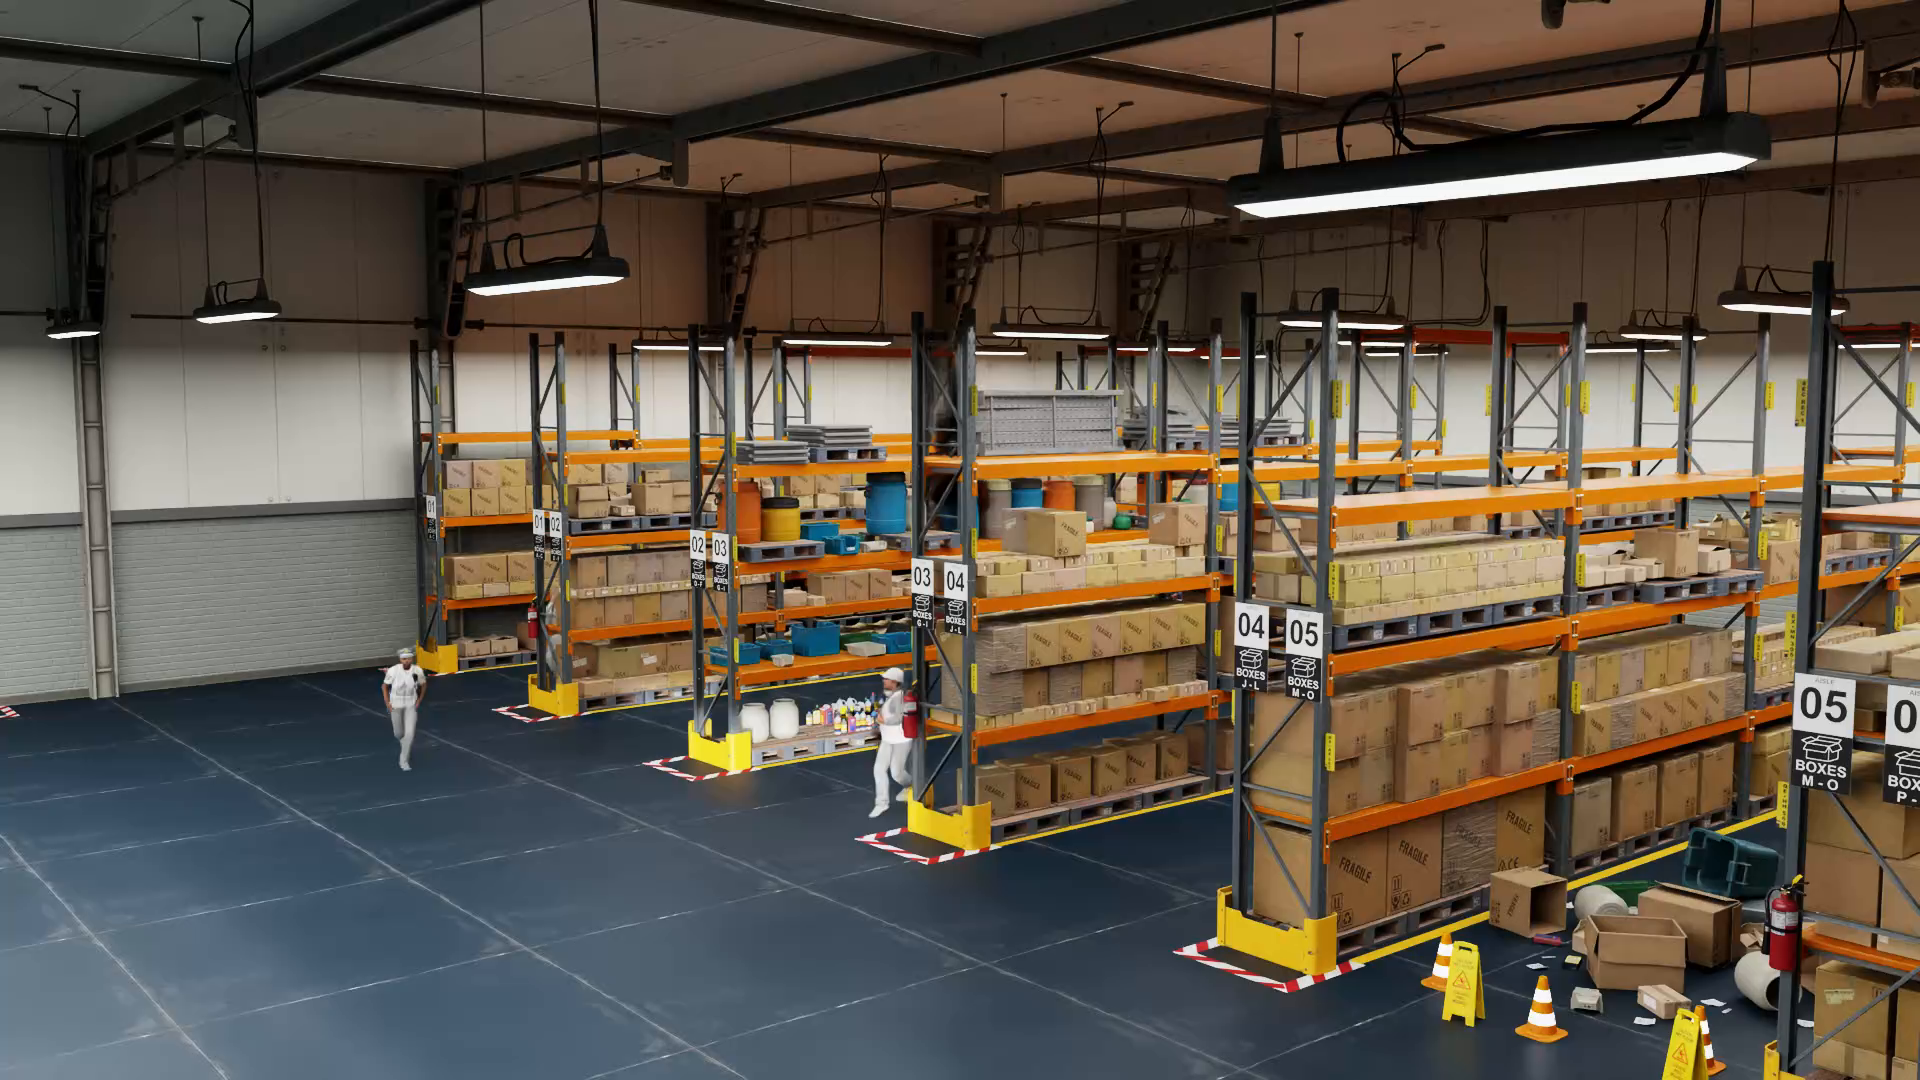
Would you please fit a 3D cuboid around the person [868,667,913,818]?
[{"bbox_3d":[-0.818,2.434,20.179,0.817,1.791,0.717,-3,6,-32],"label":"person"}]

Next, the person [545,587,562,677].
[{"bbox_3d":[-6.822,1.686,28.079,0.710,1.778,0.761,5,7,44],"label":"person"}]

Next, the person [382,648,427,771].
[{"bbox_3d":[-7.576,2.278,22.722,0.585,1.664,0.811,-2,6,-19],"label":"person"}]
